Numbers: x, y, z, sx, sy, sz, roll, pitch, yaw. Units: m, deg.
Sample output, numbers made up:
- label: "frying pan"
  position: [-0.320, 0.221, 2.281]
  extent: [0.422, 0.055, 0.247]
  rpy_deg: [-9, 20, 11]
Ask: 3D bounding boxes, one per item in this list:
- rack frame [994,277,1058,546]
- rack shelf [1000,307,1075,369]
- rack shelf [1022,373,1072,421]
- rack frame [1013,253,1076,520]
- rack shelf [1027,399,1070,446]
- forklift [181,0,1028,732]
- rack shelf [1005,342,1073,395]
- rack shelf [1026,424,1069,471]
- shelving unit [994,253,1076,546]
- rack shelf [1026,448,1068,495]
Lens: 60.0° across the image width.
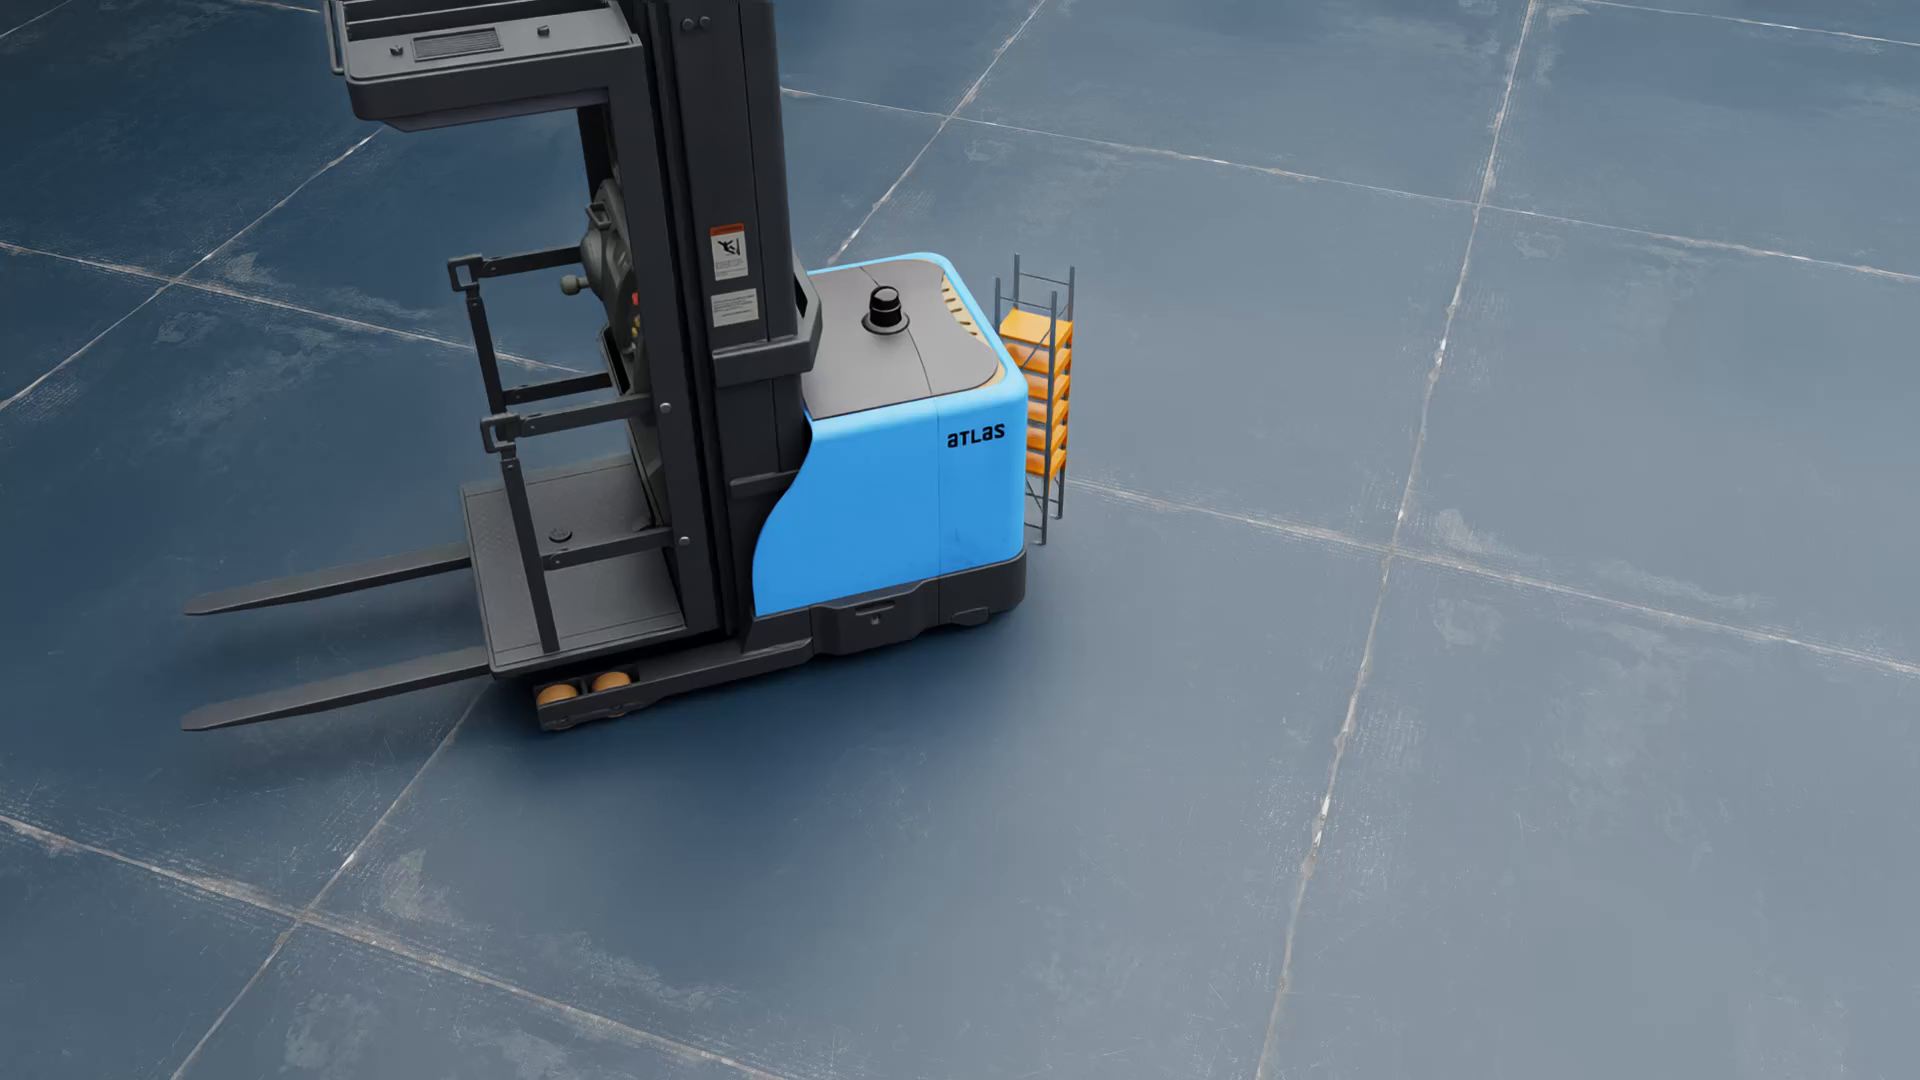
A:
- label: "rack frame"
  position: [0.238, -0.464, 6.370]
  extent: [0.240, 1.200, 0.006]
  rpy_deg: [16, 43, 18]
- label: "rack shelf"
  position: [0.275, -0.759, 6.229]
  extent: [0.258, 0.103, 0.180]
  rpy_deg: [16, 43, 18]
- label: "rack shelf"
  position: [0.275, -0.576, 6.384]
  extent: [0.258, 0.103, 0.180]
  rpy_deg: [16, 43, 18]
- label: "rack frame"
  position: [0.312, -0.573, 6.497]
  extent: [0.240, 1.200, 0.006]
  rpy_deg: [16, 43, 18]
- label: "rack shelf"
  position: [0.275, -0.485, 6.462]
  extent: [0.258, 0.103, 0.180]
  rpy_deg: [16, 43, 18]
- label: "forklift"
  position: [-1.322, -0.822, 5.456]
  extent: [3.031, 2.935, 1.130]
  rpy_deg: [-12, 42, -14]
- label: "rack shelf"
  position: [0.275, -0.667, 6.306]
  extent: [0.258, 0.103, 0.180]
  rpy_deg: [16, 43, 18]
- label: "rack shelf"
  position: [0.275, -0.393, 6.540]
  extent: [0.258, 0.103, 0.180]
  rpy_deg: [16, 43, 18]
- label: "shelving unit"
  position: [0.275, -0.519, 6.433]
  extent: [0.258, 1.200, 0.189]
  rpy_deg: [16, 43, 18]
- label: "rack shelf"
  position: [0.275, -0.302, 6.618]
  extent: [0.258, 0.103, 0.180]
  rpy_deg: [16, 43, 18]
